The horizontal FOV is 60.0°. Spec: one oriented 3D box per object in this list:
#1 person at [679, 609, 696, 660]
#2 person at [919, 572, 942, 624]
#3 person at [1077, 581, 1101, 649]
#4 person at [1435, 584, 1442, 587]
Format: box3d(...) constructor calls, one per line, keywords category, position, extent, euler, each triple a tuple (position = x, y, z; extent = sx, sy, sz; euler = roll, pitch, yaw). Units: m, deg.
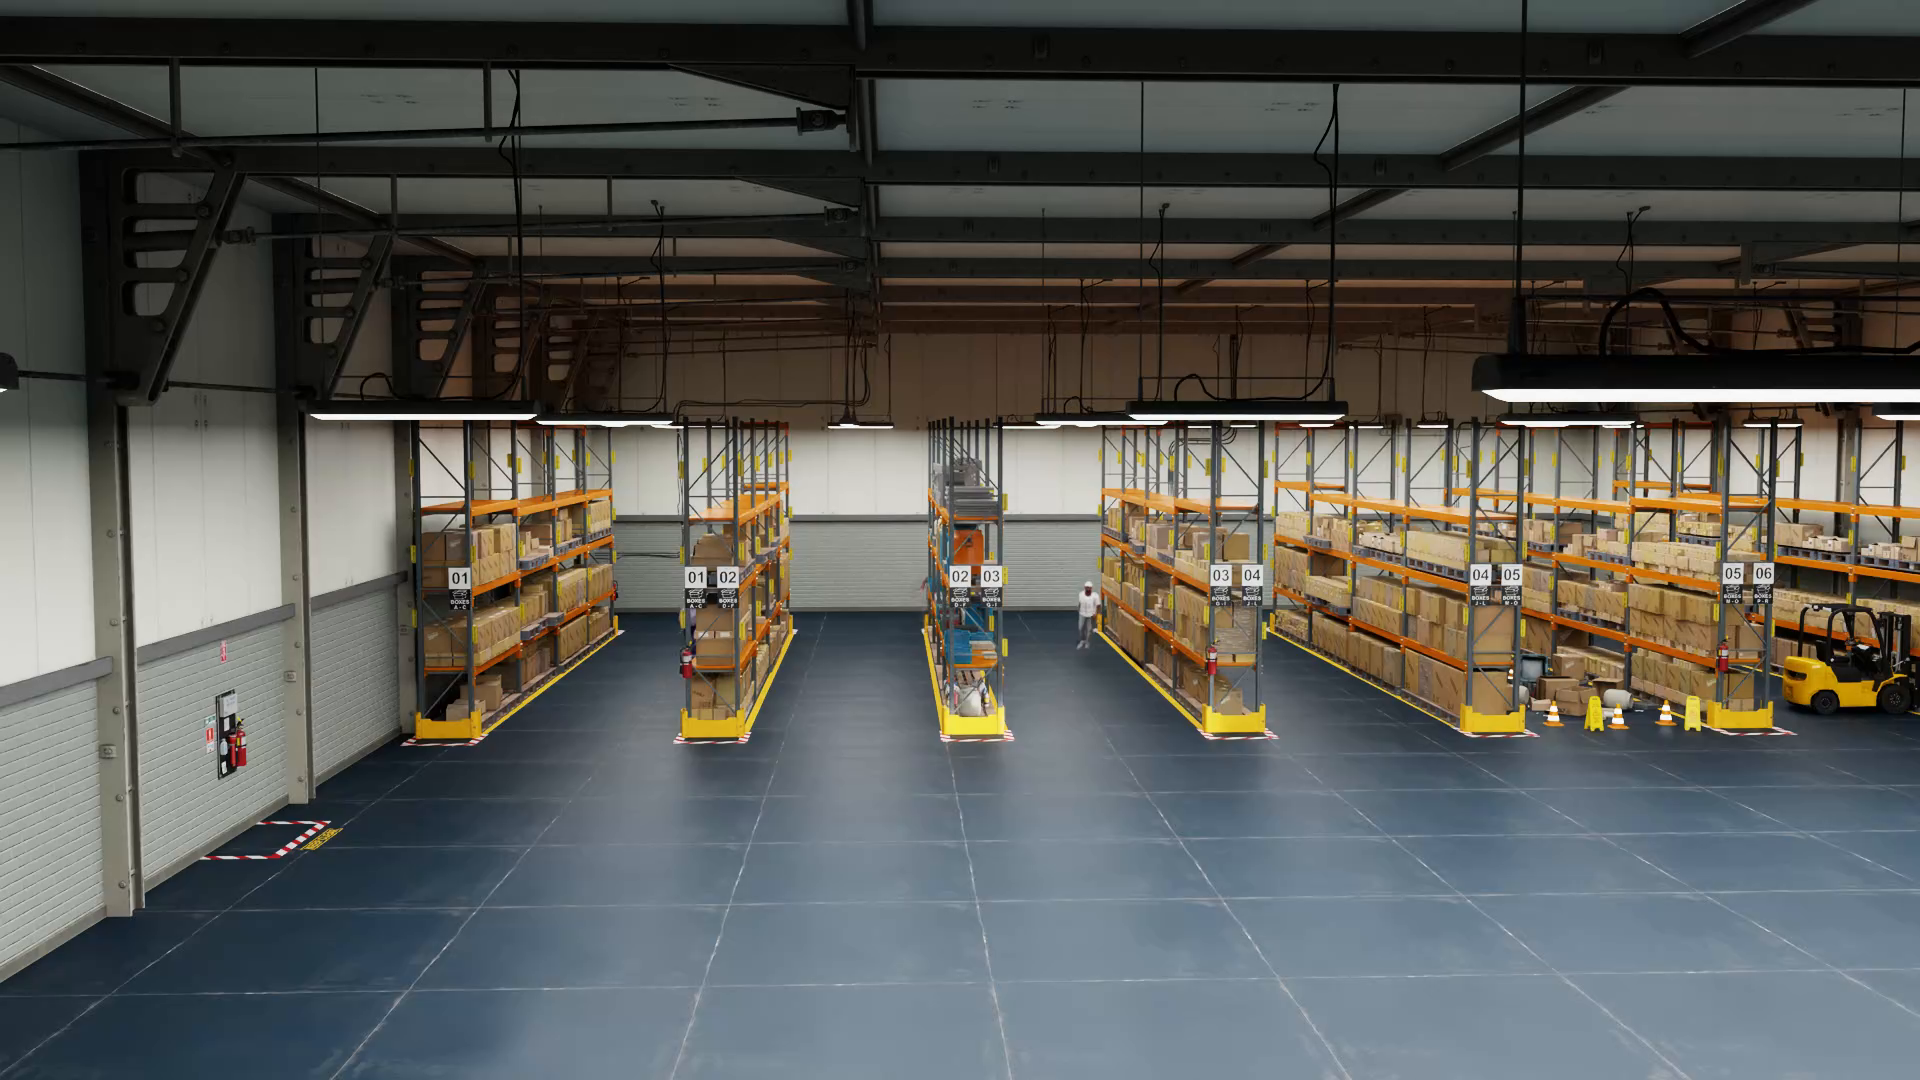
box3d(category="person", position=(-6.670, 2.249, 41.285), extent=(0.616, 1.590, 0.642), euler=(-1, 4, -12))
box3d(category="person", position=(-0.736, 1.668, 49.502), extent=(0.889, 1.666, 0.761), euler=(-3, 5, -40))
box3d(category="person", position=(3.195, 1.876, 41.401), extent=(0.677, 1.735, 0.698), euler=(1, 4, 19))
box3d(category="person", position=(14.552, 1.560, 50.212), extent=(0.709, 1.792, 0.659), euler=(-2, 4, -23))
